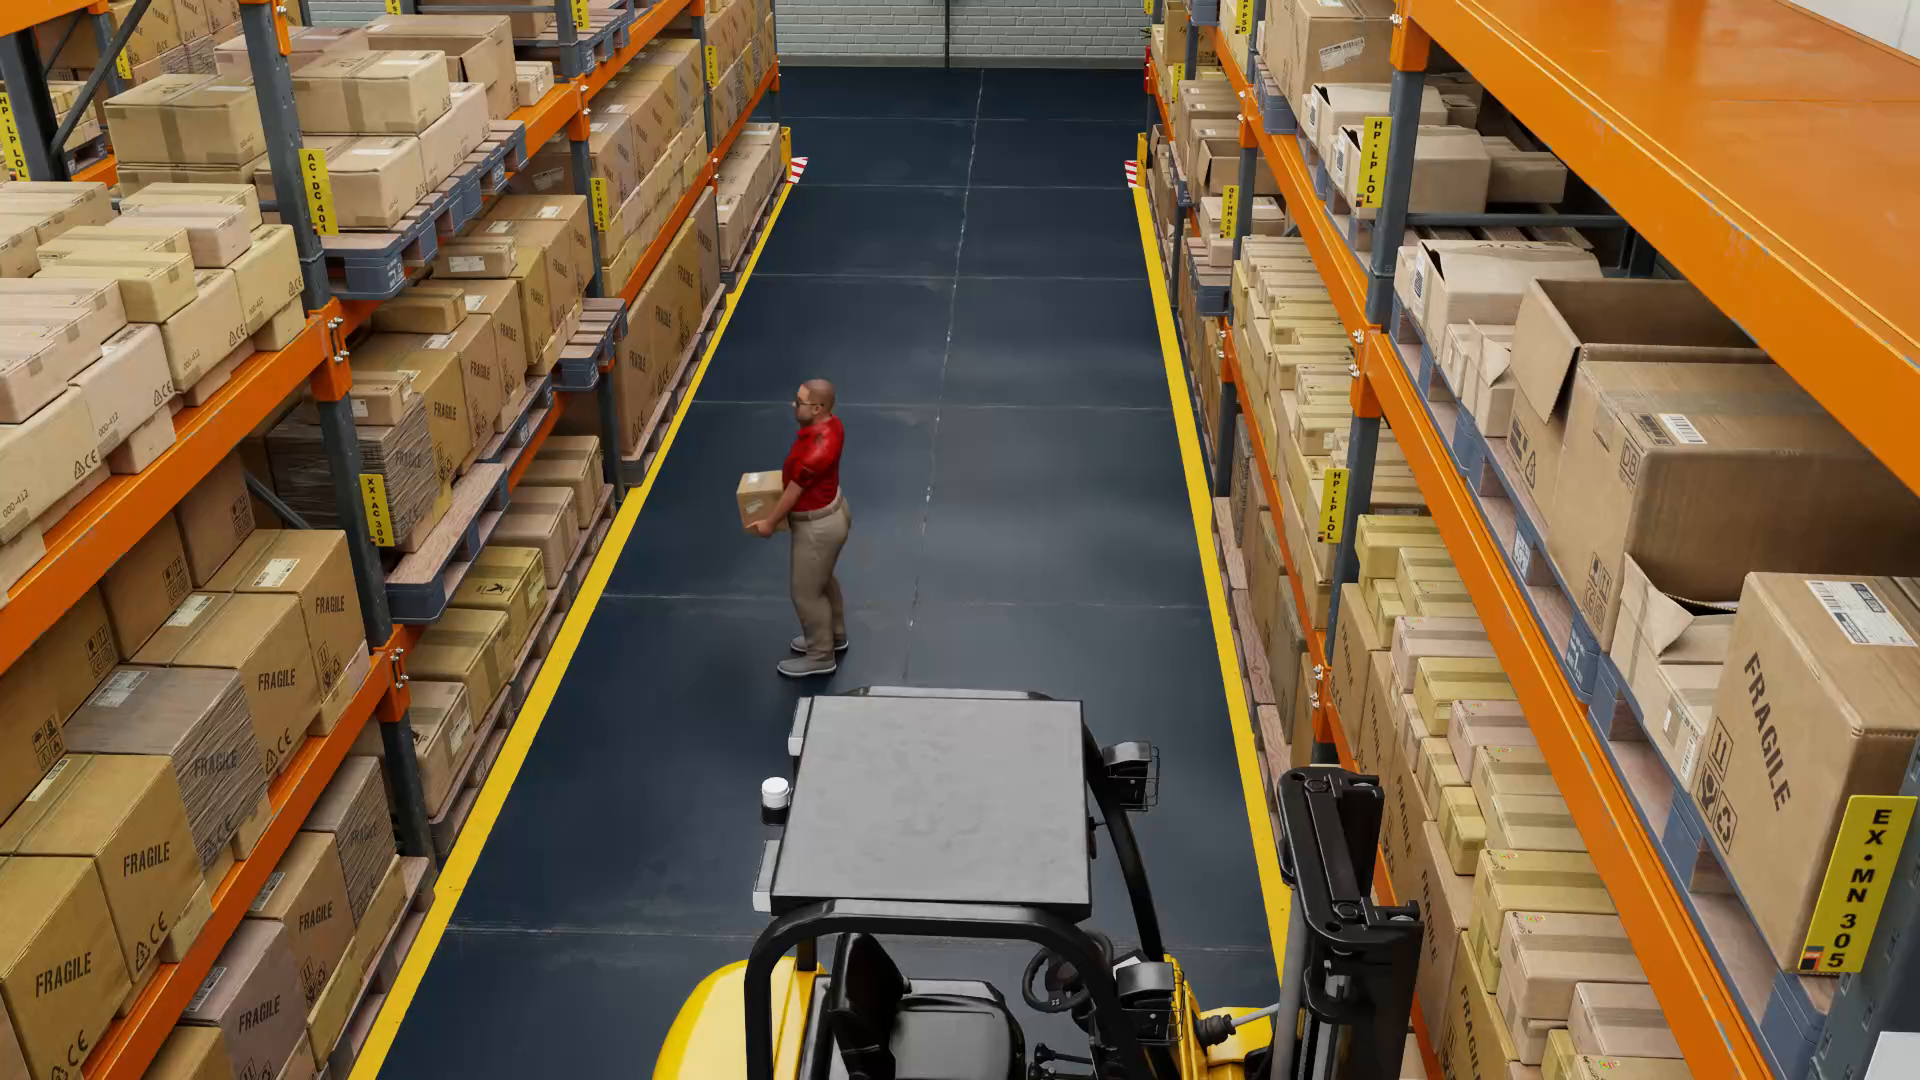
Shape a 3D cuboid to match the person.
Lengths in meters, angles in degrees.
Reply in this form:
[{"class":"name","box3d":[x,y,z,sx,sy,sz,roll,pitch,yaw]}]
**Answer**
[{"class":"person","box3d":[-0.869,-0.069,9.015,0.542,1.724,0.490,1,28,2]}]
